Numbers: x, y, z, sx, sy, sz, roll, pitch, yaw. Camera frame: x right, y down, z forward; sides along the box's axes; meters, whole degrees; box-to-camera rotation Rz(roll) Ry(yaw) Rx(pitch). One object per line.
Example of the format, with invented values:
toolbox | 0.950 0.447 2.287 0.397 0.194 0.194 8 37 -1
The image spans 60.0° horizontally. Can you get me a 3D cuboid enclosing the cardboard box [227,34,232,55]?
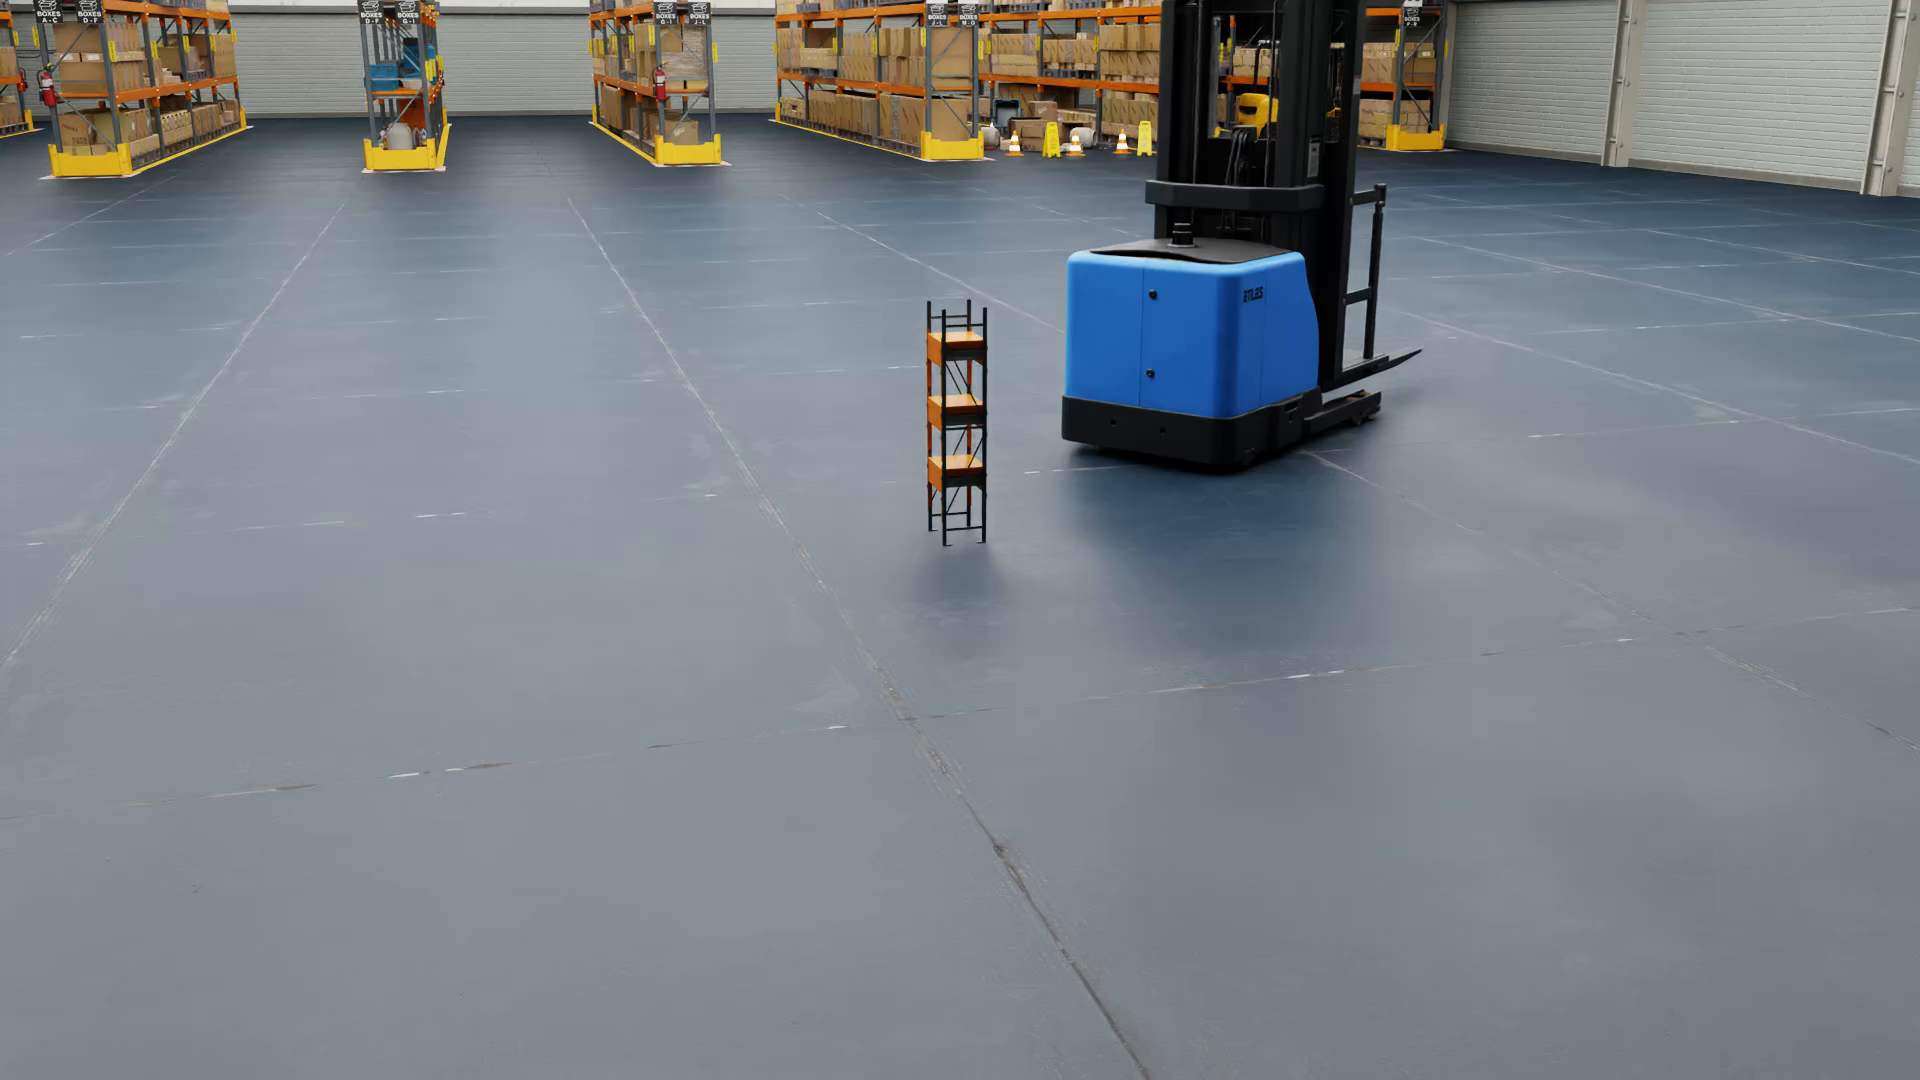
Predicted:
cardboard box | -18.344 -12.251 41.111 0.500 0.500 0.500 -4 17 -14

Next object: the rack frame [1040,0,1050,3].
rack frame | 2.383 -14.191 39.055 1.000 3.000 0.127 -5 17 -15

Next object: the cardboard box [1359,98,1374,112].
cardboard box | 8.632 -9.244 35.325 0.500 0.250 0.500 -4 17 -15

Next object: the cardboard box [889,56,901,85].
cardboard box | -0.929 -9.454 33.451 0.875 0.550 0.550 -5 17 -15

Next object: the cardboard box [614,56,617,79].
cardboard box | -7.651 -10.838 38.145 0.500 0.500 0.500 -5 17 -16

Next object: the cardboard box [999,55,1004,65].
cardboard box | 1.303 -12.306 42.598 0.500 0.250 0.500 -4 17 -14

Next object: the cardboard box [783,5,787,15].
cardboard box | -4.376 -14.045 44.041 0.500 0.250 0.500 -5 18 -17

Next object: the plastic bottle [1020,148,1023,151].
plastic bottle | 1.135 -7.933 33.757 0.133 0.061 0.283 -12 20 -34

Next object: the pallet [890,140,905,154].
pallet | -0.777 -7.902 33.393 1.003 0.211 1.213 -5 17 -15

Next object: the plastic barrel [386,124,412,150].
plastic barrel | -9.964 -7.116 29.522 0.421 0.512 0.421 0 17 0

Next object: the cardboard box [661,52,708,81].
cardboard box | -5.072 -8.667 30.399 0.875 0.500 0.500 -5 17 -15

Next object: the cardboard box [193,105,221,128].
cardboard box | -17.360 -9.759 38.306 0.500 0.500 0.500 -5 17 -16

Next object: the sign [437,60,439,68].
sign | -11.381 -10.267 36.133 0.100 0.325 0.005 -5 17 -15

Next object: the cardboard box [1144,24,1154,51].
cardboard box | 4.099 -10.039 33.231 0.700 0.500 0.500 -5 17 -15

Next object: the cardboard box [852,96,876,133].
cardboard box | -1.768 -9.348 36.539 1.050 0.750 0.750 -5 17 -15

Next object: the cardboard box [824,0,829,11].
cardboard box | -2.900 -12.659 38.992 0.500 0.500 0.500 -5 17 -15

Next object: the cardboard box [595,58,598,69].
cardboard box | -9.188 -12.382 43.201 0.500 0.250 0.500 -5 18 -17

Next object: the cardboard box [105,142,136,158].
cardboard box | -14.548 -6.728 28.686 0.500 0.250 0.500 -5 17 -15

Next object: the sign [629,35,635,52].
sign | -6.579 -9.938 33.310 0.100 0.325 0.005 -5 17 -15

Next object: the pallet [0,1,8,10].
pallet | -23.418 -12.763 39.666 1.003 0.211 1.213 -5 17 -15

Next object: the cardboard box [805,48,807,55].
cardboard box | -3.632 -12.078 41.119 0.380 0.149 0.250 -5 17 -15

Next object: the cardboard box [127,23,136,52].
cardboard box | -15.304 -9.054 29.949 0.700 0.500 0.500 -5 17 -15

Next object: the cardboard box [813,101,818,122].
cardboard box | -3.353 -10.638 41.267 0.500 0.500 0.500 -4 17 -13

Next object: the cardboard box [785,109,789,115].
cardboard box | -4.521 -11.564 44.961 0.380 0.149 0.250 -4 17 -15

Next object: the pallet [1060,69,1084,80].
pallet | 2.966 -10.682 38.133 1.003 0.211 1.213 -5 17 -15

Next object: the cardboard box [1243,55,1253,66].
cardboard box | 7.178 -11.599 40.243 0.500 0.250 0.500 -4 17 -14

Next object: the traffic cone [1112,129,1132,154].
traffic cone | 3.223 -7.907 32.972 0.336 0.463 0.334 -5 17 -15

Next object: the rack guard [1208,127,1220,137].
rack guard | 4.560 -7.929 32.980 1.175 0.500 0.348 -5 17 -15

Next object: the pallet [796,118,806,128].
pallet | -3.667 -10.853 43.215 1.003 0.211 1.213 -5 17 -15

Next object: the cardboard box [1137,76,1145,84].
cardboard box | 3.854 -9.420 34.034 0.380 0.149 0.250 -5 17 -16

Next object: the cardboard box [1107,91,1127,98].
cardboard box | 3.361 -9.542 35.623 0.380 0.149 0.250 -4 17 -14

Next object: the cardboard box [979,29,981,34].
cardboard box | 0.675 -13.608 44.502 0.380 0.149 0.250 -5 17 -16

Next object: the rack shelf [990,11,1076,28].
rack shelf | 1.833 -12.964 41.431 1.077 0.370 4.000 -5 17 -15

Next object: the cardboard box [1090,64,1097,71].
cardboard box | 3.075 -10.413 36.611 0.380 0.149 0.250 -4 17 -14

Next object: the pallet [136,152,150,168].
pallet | -15.055 -6.749 29.554 1.003 0.211 1.213 -5 17 -15

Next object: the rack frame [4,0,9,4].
rack frame | -23.632 -14.446 39.902 1.000 3.000 0.127 -5 17 -15

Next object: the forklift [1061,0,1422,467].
forklift | 1.835 -2.145 9.498 1.130 2.935 3.031 12 21 35

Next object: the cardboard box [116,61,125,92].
cardboard box | -14.869 -8.000 28.699 0.700 0.500 0.500 -5 17 -15

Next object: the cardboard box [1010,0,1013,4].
cardboard box | 1.449 -13.465 41.354 0.396 0.266 0.258 -3 17 -11

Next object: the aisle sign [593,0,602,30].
aisle sign | -9.653 -13.989 44.289 0.394 0.787 0.004 -5 17 -15

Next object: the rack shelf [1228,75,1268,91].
rack shelf | 7.704 -10.814 39.489 1.077 0.370 4.000 -5 17 -15

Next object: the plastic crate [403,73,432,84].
plastic crate | -10.244 -8.681 31.396 0.499 0.251 0.616 -5 17 -15

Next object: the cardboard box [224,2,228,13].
cardboard box | -18.476 -13.209 41.259 0.500 0.250 0.500 -5 17 -15

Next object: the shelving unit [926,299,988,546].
shelving unit | -0.015 -0.518 7.350 0.215 1.050 0.252 -5 17 -15

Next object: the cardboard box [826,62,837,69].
cardboard box | -2.927 -11.080 38.831 0.380 0.149 0.250 -4 17 -14

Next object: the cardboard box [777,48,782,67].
cardboard box | -4.690 -13.156 45.345 0.500 0.500 0.500 -4 17 -13

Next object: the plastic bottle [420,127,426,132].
plastic bottle | -10.213 -7.681 31.649 0.144 0.351 0.185 -5 17 -16

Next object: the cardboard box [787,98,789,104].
cardboard box | -4.445 -11.852 44.886 0.380 0.149 0.250 -6 18 -18

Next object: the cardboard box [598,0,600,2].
cardboard box | -8.923 -14.037 42.677 0.700 0.500 0.500 -6 18 -19

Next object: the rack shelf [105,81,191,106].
rack shelf | -16.122 -8.855 32.967 1.077 0.370 4.000 -5 17 -15

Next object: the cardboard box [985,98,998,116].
cardboard box | 1.214 -11.581 44.516 0.875 0.438 0.875 -5 17 -16

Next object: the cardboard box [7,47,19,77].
cardboard box | -23.482 -11.576 40.255 0.980 0.700 0.700 -4 17 -13
